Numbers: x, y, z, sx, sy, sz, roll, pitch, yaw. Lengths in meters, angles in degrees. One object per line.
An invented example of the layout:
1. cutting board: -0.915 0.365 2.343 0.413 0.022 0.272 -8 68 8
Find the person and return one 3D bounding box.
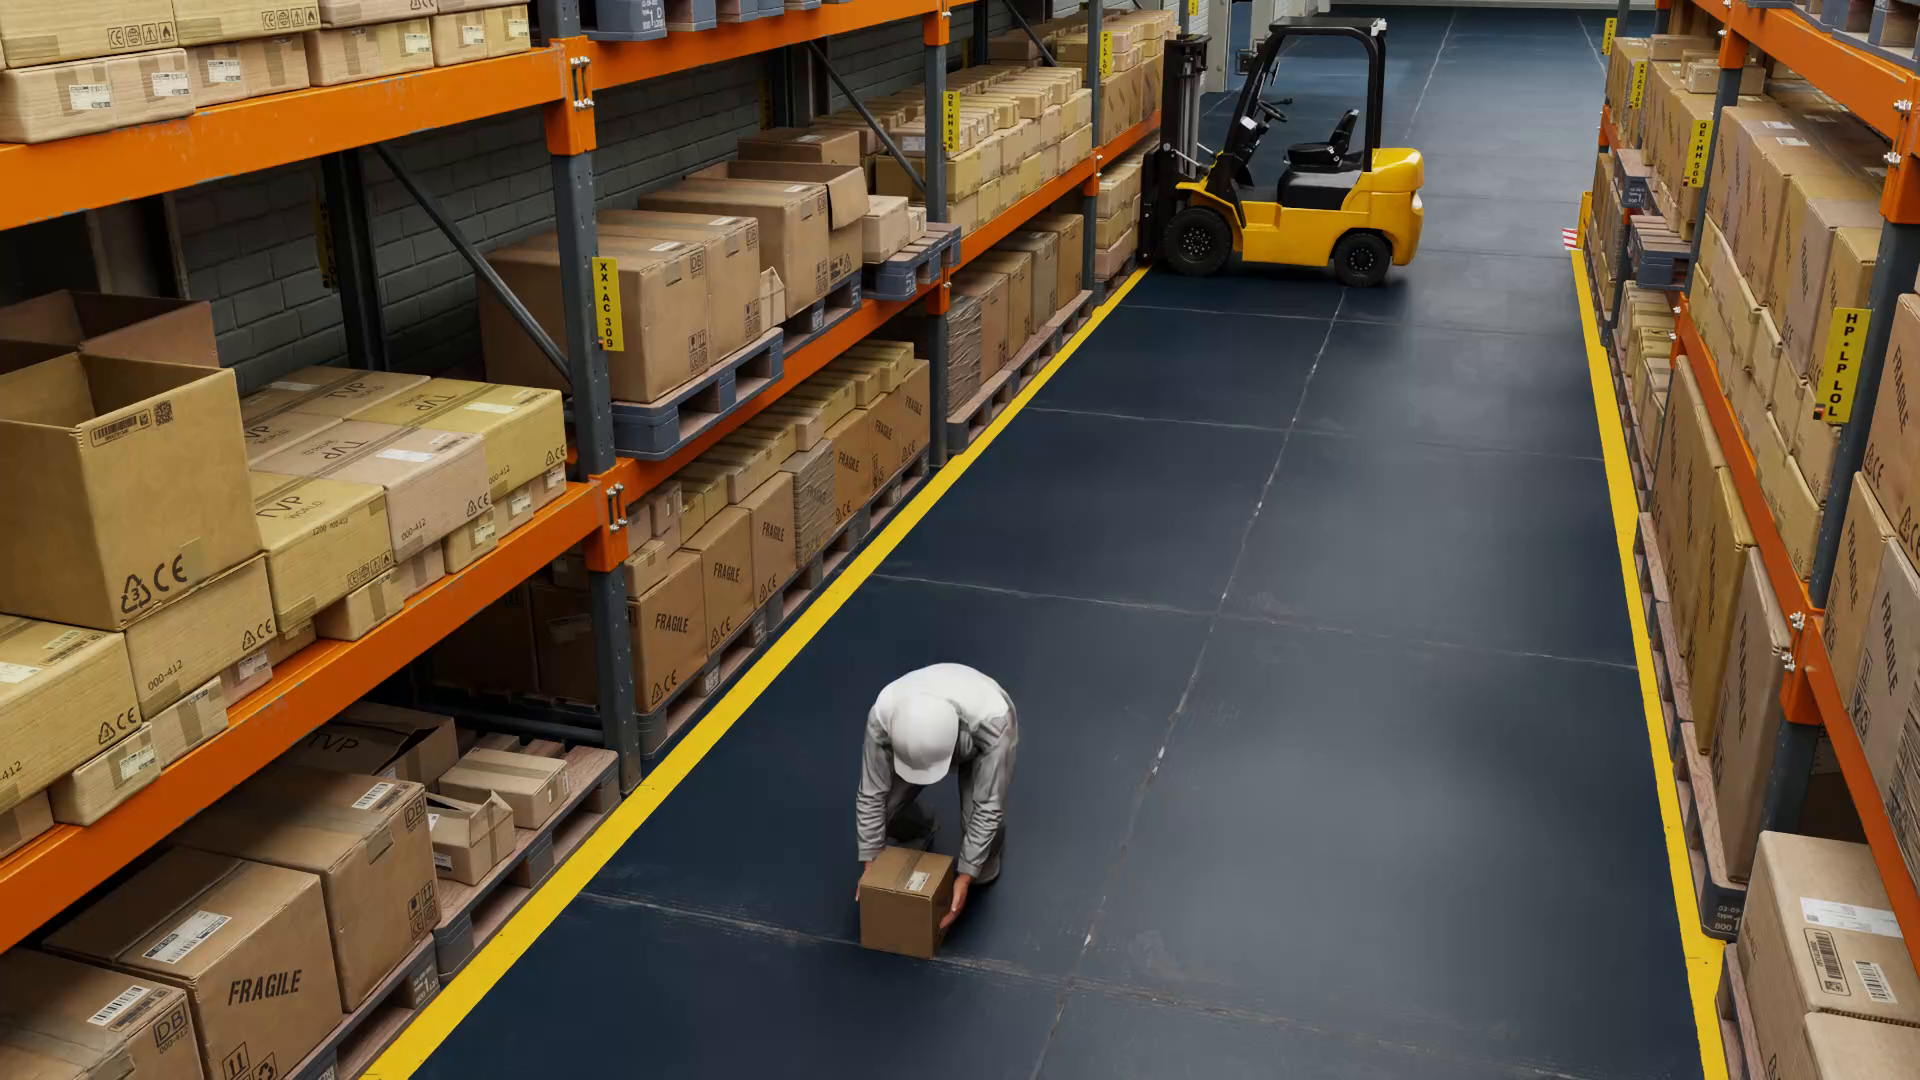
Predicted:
1. person: -0.068 0.793 5.732 0.538 0.916 0.914 6 23 16
